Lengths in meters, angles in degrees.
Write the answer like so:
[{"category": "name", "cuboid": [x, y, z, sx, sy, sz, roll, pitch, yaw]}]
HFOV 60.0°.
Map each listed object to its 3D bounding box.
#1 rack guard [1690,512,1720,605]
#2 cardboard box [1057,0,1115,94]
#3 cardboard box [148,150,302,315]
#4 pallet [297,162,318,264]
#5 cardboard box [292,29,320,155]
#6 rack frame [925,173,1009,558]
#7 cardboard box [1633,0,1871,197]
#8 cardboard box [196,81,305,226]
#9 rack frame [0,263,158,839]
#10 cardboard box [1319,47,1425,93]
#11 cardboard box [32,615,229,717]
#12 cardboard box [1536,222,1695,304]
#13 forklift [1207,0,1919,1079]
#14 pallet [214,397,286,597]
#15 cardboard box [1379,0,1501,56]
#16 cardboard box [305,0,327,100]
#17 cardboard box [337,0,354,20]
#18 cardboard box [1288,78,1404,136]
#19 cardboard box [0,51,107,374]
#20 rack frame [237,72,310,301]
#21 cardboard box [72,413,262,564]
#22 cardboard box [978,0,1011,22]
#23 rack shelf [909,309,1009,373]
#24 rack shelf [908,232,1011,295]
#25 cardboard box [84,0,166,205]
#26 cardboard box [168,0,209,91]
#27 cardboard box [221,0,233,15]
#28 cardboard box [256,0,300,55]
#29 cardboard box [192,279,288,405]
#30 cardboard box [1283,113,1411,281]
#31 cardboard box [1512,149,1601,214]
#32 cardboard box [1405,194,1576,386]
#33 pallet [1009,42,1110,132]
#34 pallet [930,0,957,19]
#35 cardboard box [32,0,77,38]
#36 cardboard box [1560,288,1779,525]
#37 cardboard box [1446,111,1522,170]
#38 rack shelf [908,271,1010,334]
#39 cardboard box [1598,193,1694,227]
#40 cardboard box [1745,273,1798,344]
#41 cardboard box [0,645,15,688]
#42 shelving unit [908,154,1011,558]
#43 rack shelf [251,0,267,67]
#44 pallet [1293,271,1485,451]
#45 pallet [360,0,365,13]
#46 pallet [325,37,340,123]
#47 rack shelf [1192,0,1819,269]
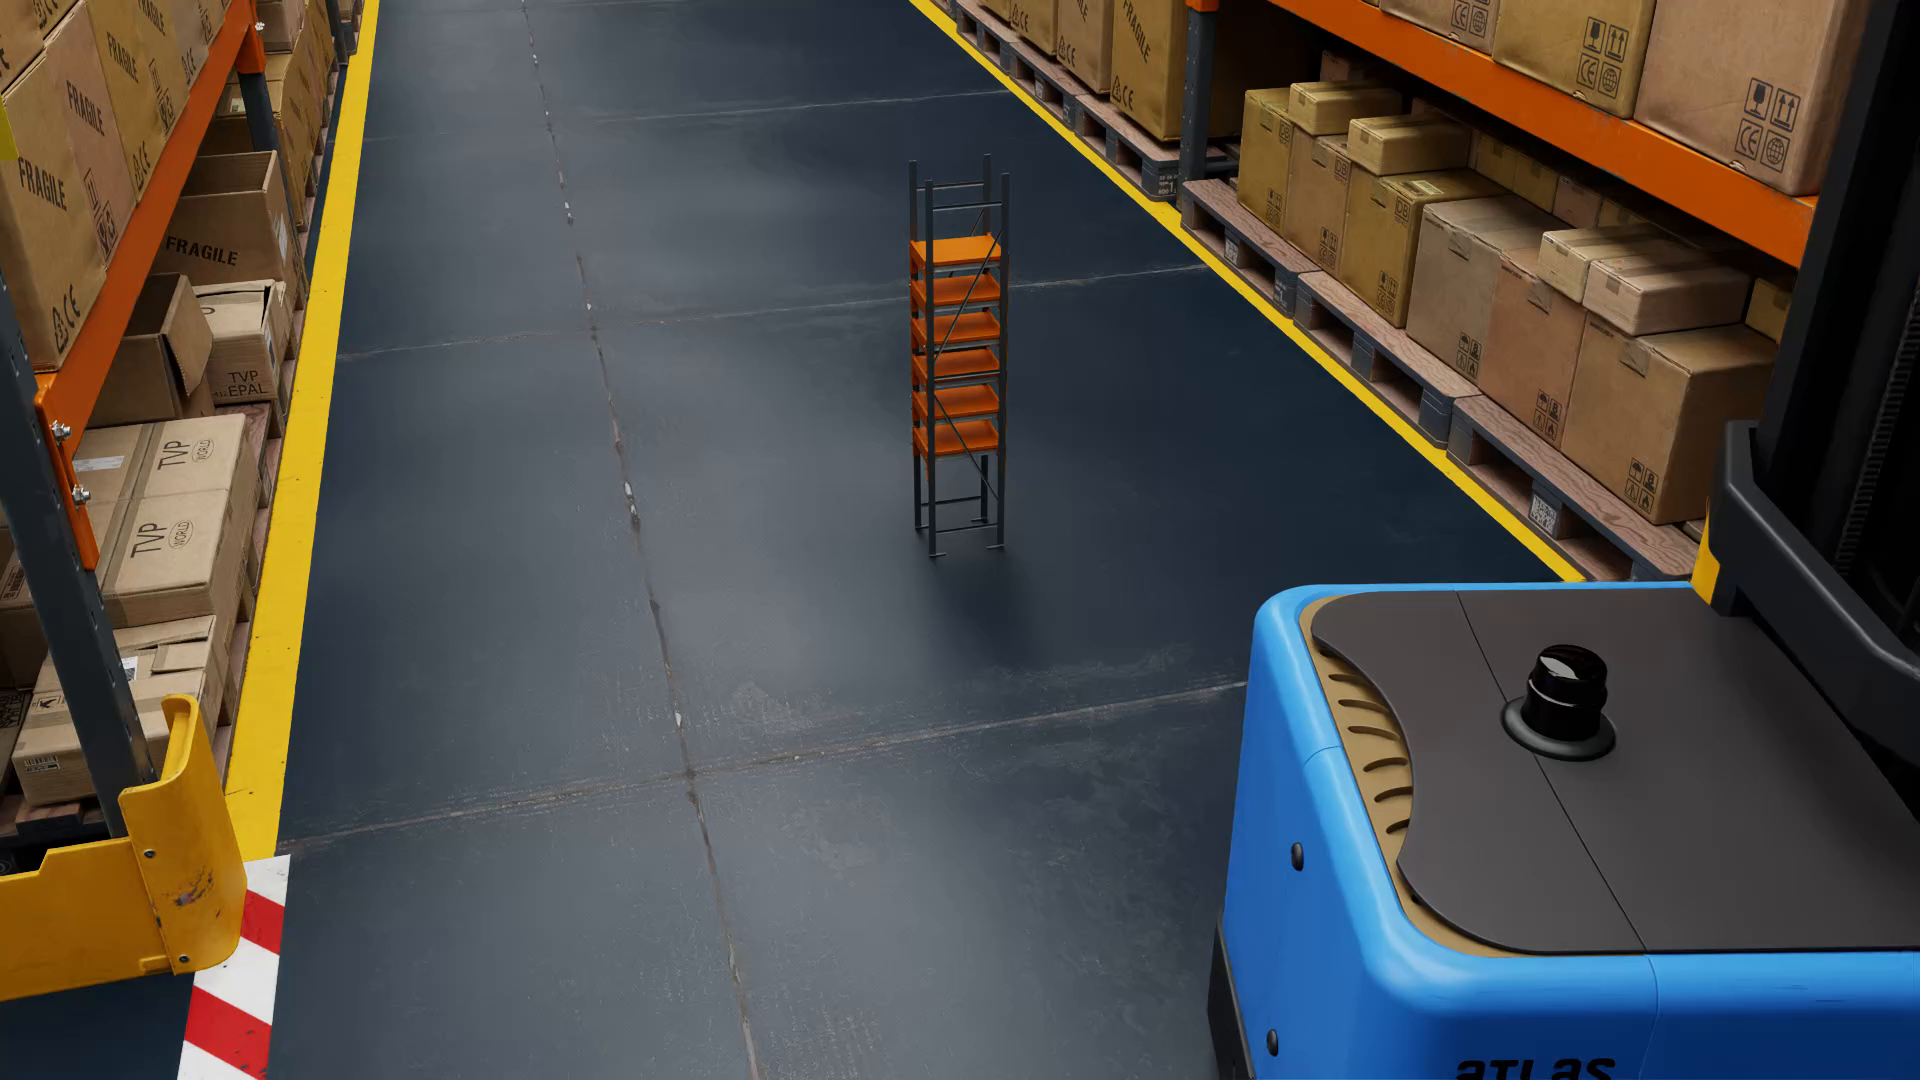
[{"category": "rack guard", "cuboid": [2.604, 0.096, 4.586, 1.175, 0.500, 0.348, -8, 31, -13]}, {"category": "cardboard box", "cuboid": [0.999, -2.907, 9.004, 0.750, 0.750, 0.750, -7, 31, -12]}, {"category": "cardboard box", "cuboid": [-2.814, -1.140, 6.282, 0.500, 0.500, 0.500, -8, 31, -13]}, {"category": "pallet", "cuboid": [-3.491, -1.450, 7.545, 1.003, 0.211, 1.213, -8, 31, -13]}, {"category": "cardboard box", "cuboid": [-3.410, -2.142, 8.013, 0.500, 0.500, 0.500, -7, 31, -13]}, {"category": "rack frame", "cuboid": [0.020, -0.482, 4.885, 0.240, 1.200, 0.006, -8, 31, -13]}, {"category": "cardboard box", "cuboid": [2.453, -1.373, 4.328, 0.980, 0.700, 0.700, -6, 31, -11]}, {"category": "cardboard box", "cuboid": [-3.133, -1.644, 7.152, 0.500, 0.500, 0.500, -9, 31, -16]}, {"category": "rack frame", "cuboid": [-2.177, -0.337, 2.838, 1.000, 3.000, 0.127, -8, 31, -13]}, {"category": "cardboard box", "cuboid": [1.789, -2.032, 7.195, 0.380, 0.149, 0.250, -8, 31, -14]}, {"category": "cardboard box", "cuboid": [-2.024, 0.330, 4.075, 0.380, 0.166, 0.250, -8, 31, -13]}, {"category": "cardboard box", "cuboid": [2.037, -0.864, 5.178, 0.380, 0.149, 0.250, -7, 31, -12]}, {"category": "forklift", "cuboid": [2.032, -0.036, 2.386, 3.031, 2.935, 1.130, -1, 30, -1]}, {"category": "pallet", "cuboid": [-2.730, -0.140, 5.282, 1.003, 0.211, 1.213, -8, 31, -13]}, {"category": "cardboard box", "cuboid": [2.055, -2.092, 5.570, 0.980, 0.700, 0.700, -9, 31, -16]}, {"category": "cardboard box", "cuboid": [-3.689, -2.639, 8.872, 0.500, 0.500, 0.500, -9, 31, -15]}, {"category": "cardboard box", "cuboid": [-4.157, -3.485, 10.602, 0.500, 0.250, 0.500, -8, 31, -13]}, {"category": "cardboard box", "cuboid": [1.551, -1.746, 6.700, 0.380, 0.149, 0.250, -7, 31, -12]}, {"category": "cardboard box", "cuboid": [-2.041, -0.630, 3.244, 0.500, 0.500, 0.500, -7, 31, -12]}, {"category": "rack frame", "cuboid": [-3.239, -2.269, 6.176, 1.000, 3.000, 0.127, -8, 31, -13]}, {"category": "cardboard box", "cuboid": [-2.314, -0.121, 4.770, 0.500, 0.250, 0.500, -8, 31, -13]}, {"category": "cardboard box", "cuboid": [0.543, -3.740, 10.445, 0.750, 0.750, 0.750, -8, 31, -14]}, {"category": "rack shelf", "cuboid": [-0.004, -0.592, 4.924, 0.258, 0.103, 0.180, -8, 31, -13]}, {"category": "rack shelf", "cuboid": [-0.004, -0.799, 4.803, 0.258, 0.103, 0.180, -8, 31, -13]}, {"category": "cardboard box", "cuboid": [-2.313, -1.121, 4.093, 0.500, 0.500, 0.500, -8, 31, -13]}, {"category": "cardboard box", "cuboid": [-2.582, -1.609, 4.935, 0.500, 0.500, 0.500, -7, 31, -12]}, {"category": "cardboard box", "cuboid": [-2.859, -2.105, 5.793, 0.500, 0.500, 0.500, -7, 31, -12]}, {"category": "cardboard box", "cuboid": [-3.398, -2.451, 7.798, 0.500, 0.250, 0.500, -8, 31, -13]}, {"category": "cardboard box", "cuboid": [-2.615, -0.696, 5.703, 0.500, 0.311, 0.500, -8, 31, -13]}, {"category": "cardboard box", "cuboid": [1.766, -1.412, 6.771, 0.700, 0.500, 0.500, -8, 31, -14]}, {"category": "cardboard box", "cuboid": [2.203, -1.282, 5.898, 0.380, 0.149, 0.250, -8, 31, -13]}, {"category": "cardboard box", "cuboid": [2.048, -0.907, 5.899, 0.700, 0.500, 0.500, -9, 31, -15]}, {"category": "pallet", "cuboid": [0.931, -2.676, 9.662, 1.003, 0.211, 1.213, -8, 31, -13]}, {"category": "pallet", "cuboid": [0.268, -4.032, 12.006, 1.003, 0.211, 1.213, -8, 31, -13]}, {"category": "cardboard box", "cuboid": [-2.187, -1.314, 3.428, 0.500, 0.500, 0.500, -8, 31, -13]}, {"category": "cardboard box", "cuboid": [2.315, -0.422, 5.062, 0.700, 0.500, 0.500, -8, 31, -13]}, {"category": "cardboard box", "cuboid": [2.067, -1.528, 6.325, 0.380, 0.149, 0.250, -8, 31, -13]}, {"category": "rack shelf", "cuboid": [-0.004, -0.696, 4.864, 0.258, 0.103, 0.180, -8, 31, -13]}, {"category": "cardboard box", "cuboid": [2.340, -1.035, 5.472, 0.380, 0.149, 0.250, -8, 31, -13]}, {"category": "cardboard box", "cuboid": [2.541, -0.669, 4.841, 0.380, 0.149, 0.250, -8, 31, -13]}, {"category": "cardboard box", "cuboid": [-2.580, 0.261, 4.194, 0.380, 0.166, 0.250, -8, 31, -13]}, {"category": "shelving unit", "cuboid": [-0.004, -0.526, 4.962, 0.258, 1.200, 0.189, -8, 31, -13]}, {"category": "rack shelf", "cuboid": [-3.770, -2.924, 8.025, 1.077, 0.370, 4.000, -8, 31, -13]}, {"category": "pallet", "cuboid": [1.990, -0.755, 6.343, 1.003, 0.211, 1.213, -8, 31, -13]}, {"category": "pallet", "cuboid": [-4.802, -3.985, 11.924, 1.003, 0.211, 1.213, -8, 31, -13]}, {"category": "pallet", "cuboid": [-4.139, -2.629, 9.581, 1.003, 0.211, 1.213, -8, 31, -13]}, {"category": "rack shelf", "cuboid": [2.067, -1.652, 5.829, 1.077, 0.370, 4.000, -8, 31, -13]}]
